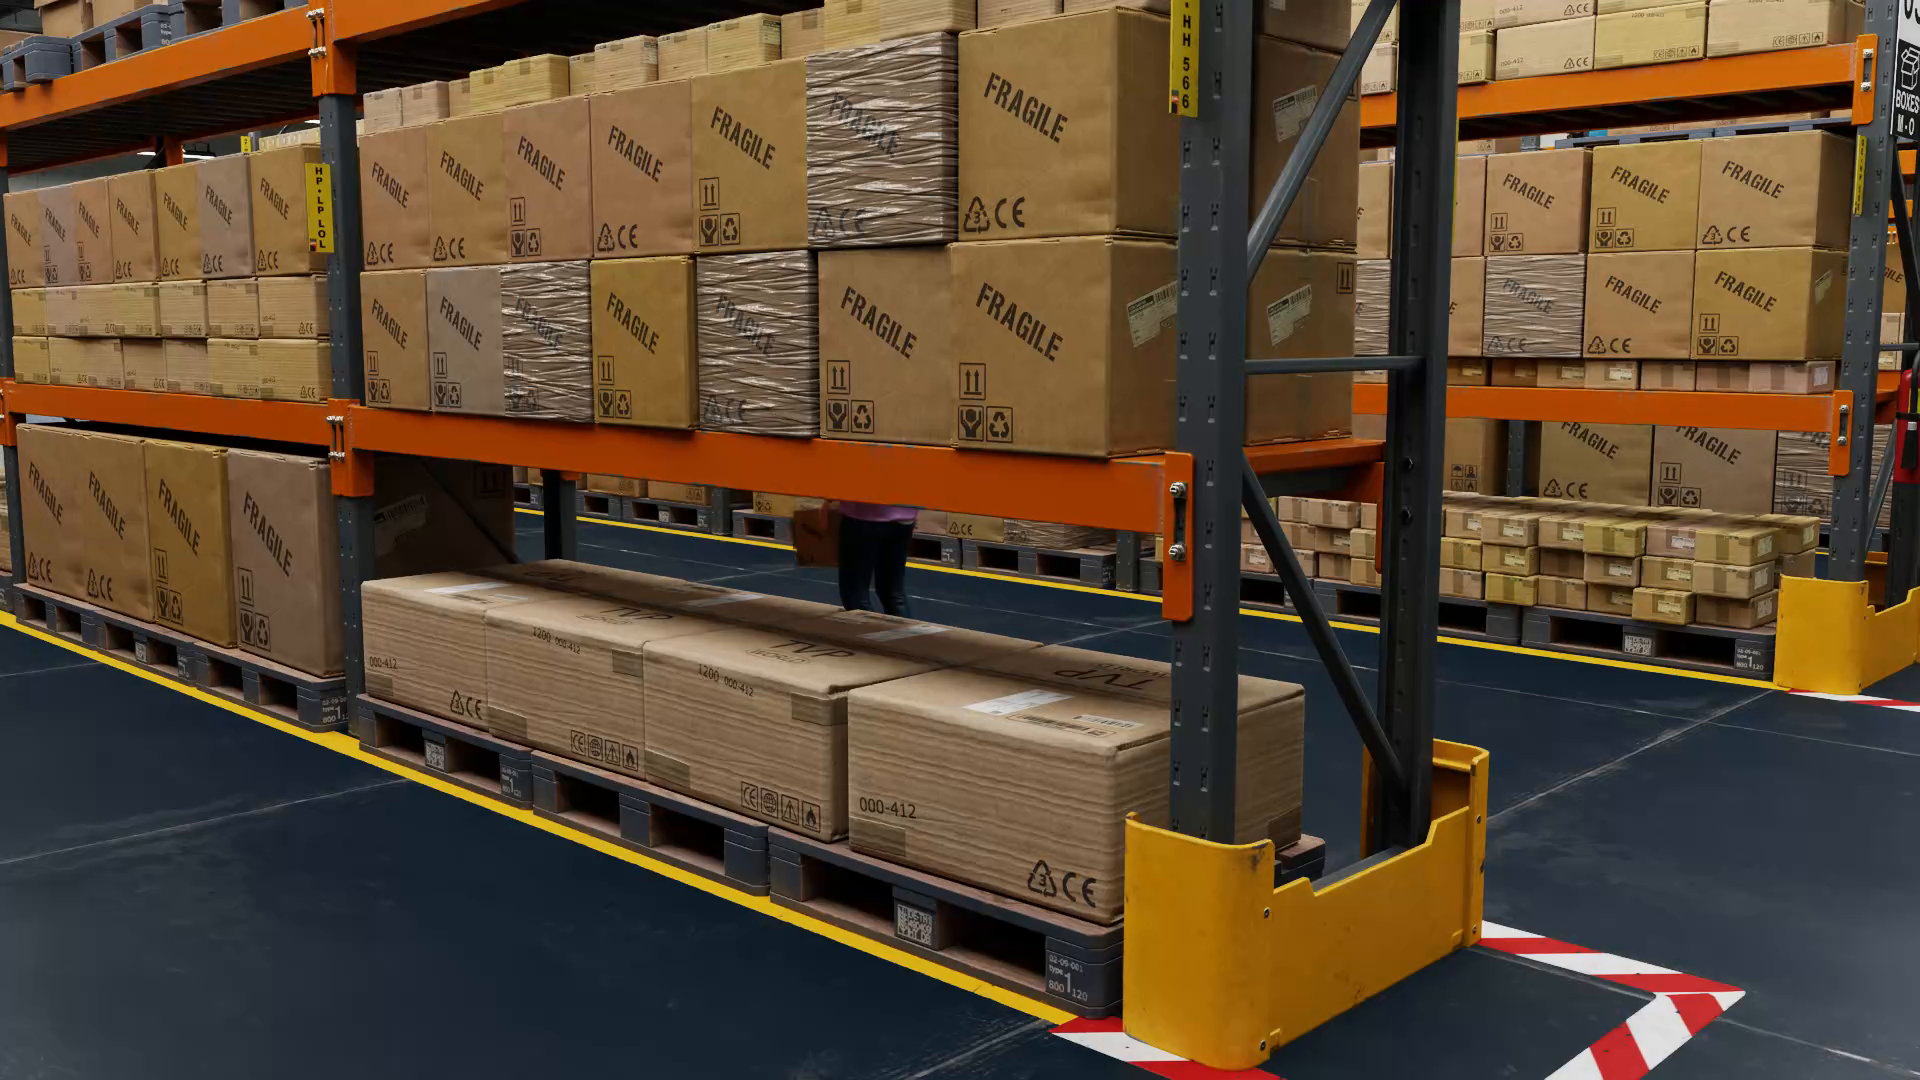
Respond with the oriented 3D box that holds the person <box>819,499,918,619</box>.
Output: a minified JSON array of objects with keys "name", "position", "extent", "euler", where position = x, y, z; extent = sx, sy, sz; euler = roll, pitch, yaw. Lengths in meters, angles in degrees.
[{"name":"person","position":[-0.376,-0.105,7.102],"extent":[0.371,1.602,0.445],"euler":[7,10,42]}]
